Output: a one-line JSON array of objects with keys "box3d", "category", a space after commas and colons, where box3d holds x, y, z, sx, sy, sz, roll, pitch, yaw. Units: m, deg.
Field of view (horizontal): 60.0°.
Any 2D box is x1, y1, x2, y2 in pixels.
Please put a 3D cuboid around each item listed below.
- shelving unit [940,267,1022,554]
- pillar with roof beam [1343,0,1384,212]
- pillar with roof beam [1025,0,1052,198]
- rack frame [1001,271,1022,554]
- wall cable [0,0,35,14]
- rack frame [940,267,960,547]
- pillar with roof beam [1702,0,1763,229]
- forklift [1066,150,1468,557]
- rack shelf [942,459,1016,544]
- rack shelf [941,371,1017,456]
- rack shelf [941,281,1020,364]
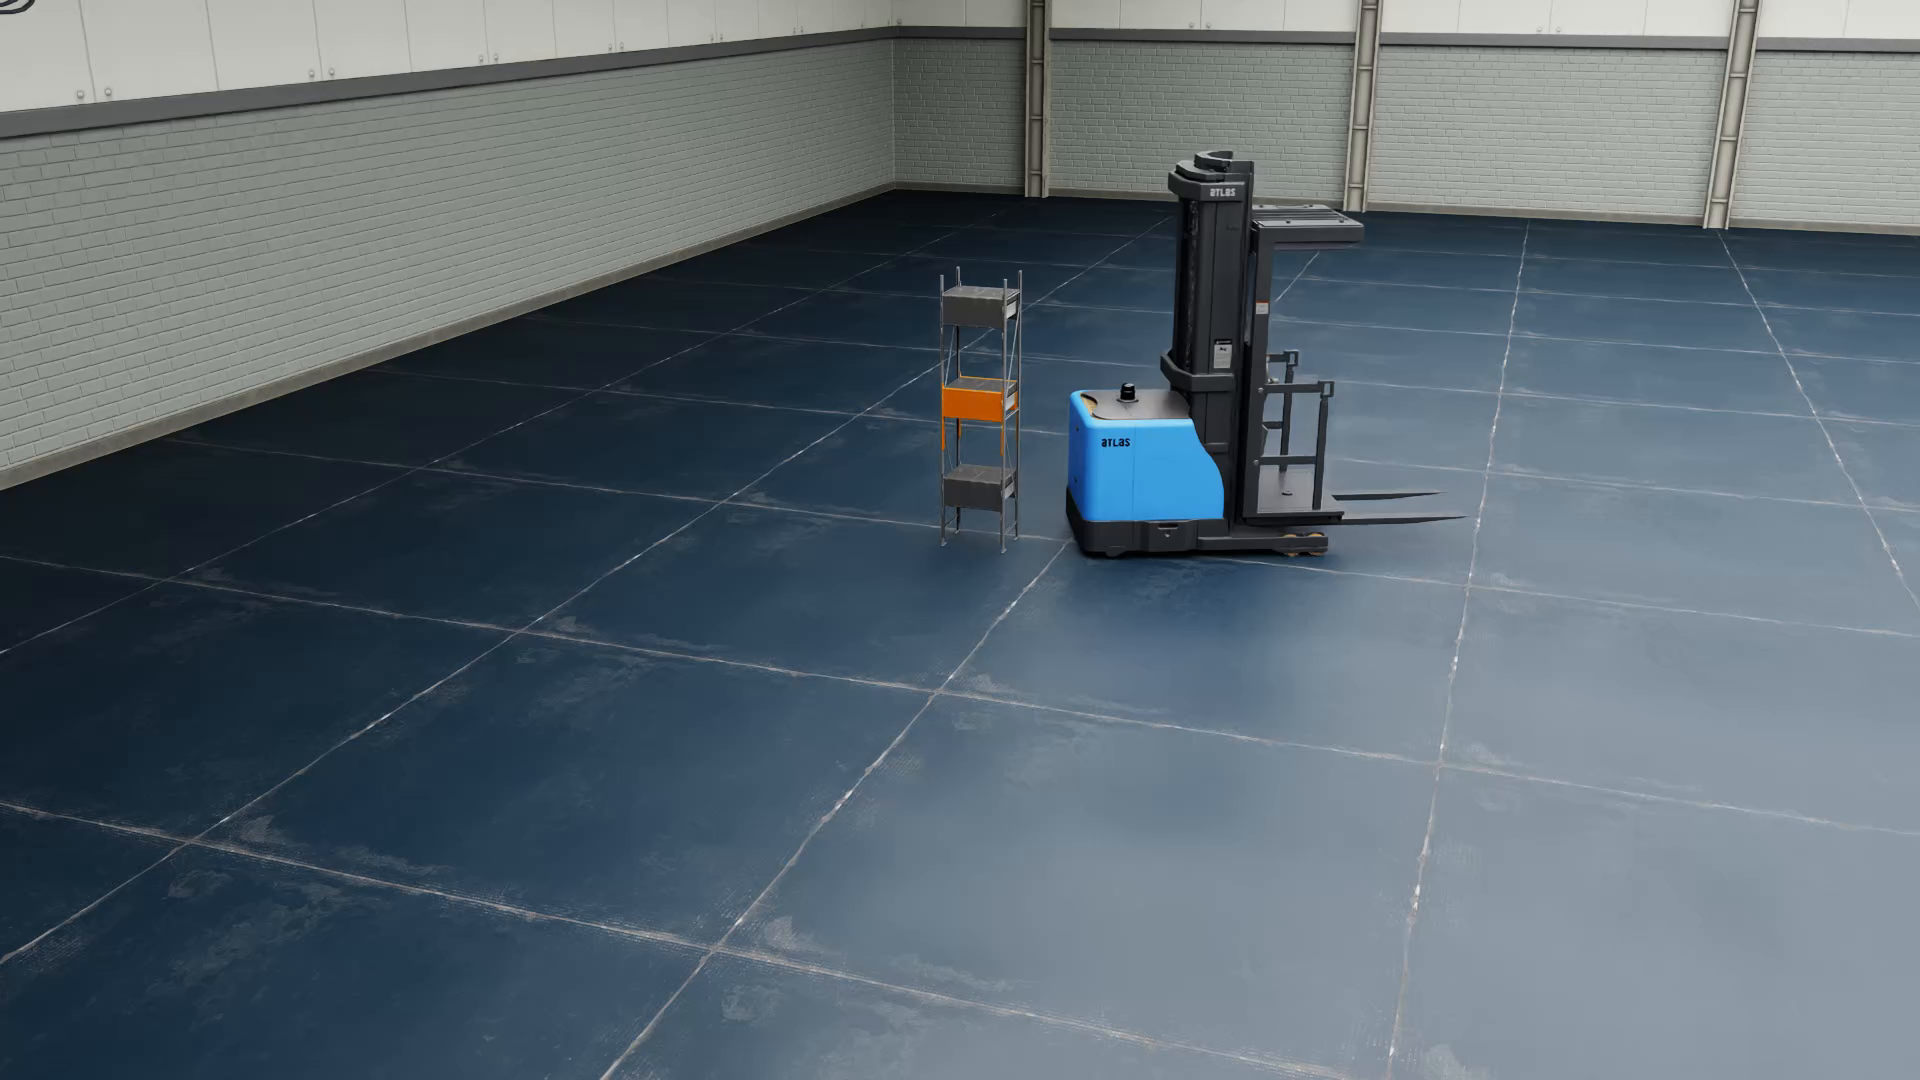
[{"box3d": [0.156, -0.974, 12.595, 0.503, 2.100, 0.431, 7, 20, 18], "category": "shelving unit"}, {"box3d": [5.728, -8.865, 24.753, 0.400, 9.000, 9.100, 7, 20, 18], "category": "pillar with roof beam"}, {"box3d": [0.061, -9.513, 26.612, 0.400, 9.000, 9.100, 7, 20, 18], "category": "pillar with roof beam"}, {"box3d": [0.387, -0.947, 12.520, 0.015, 2.100, 0.400, 7, 20, 18], "category": "rack frame"}, {"box3d": [-8.082, -6.343, 12.351, 0.169, 6.003, 2.305, 7, 20, 18], "category": "wall cable"}, {"box3d": [-0.074, -1.000, 12.671, 0.015, 2.100, 0.400, 7, 20, 18], "category": "rack frame"}, {"box3d": [11.396, -8.217, 22.894, 0.400, 9.000, 9.100, 7, 20, 18], "category": "pillar with roof beam"}, {"box3d": [2.393, -1.432, 12.648, 3.031, 2.935, 1.130, -1, 19, -4], "category": "forklift"}, {"box3d": [0.156, -0.300, 12.830, 0.480, 0.518, 0.431, 7, 20, 18], "category": "rack shelf"}, {"box3d": [0.156, -0.961, 12.600, 0.480, 0.518, 0.431, 7, 20, 18], "category": "rack shelf"}, {"box3d": [0.156, -1.622, 12.369, 0.480, 0.518, 0.431, 7, 20, 18], "category": "rack shelf"}]
